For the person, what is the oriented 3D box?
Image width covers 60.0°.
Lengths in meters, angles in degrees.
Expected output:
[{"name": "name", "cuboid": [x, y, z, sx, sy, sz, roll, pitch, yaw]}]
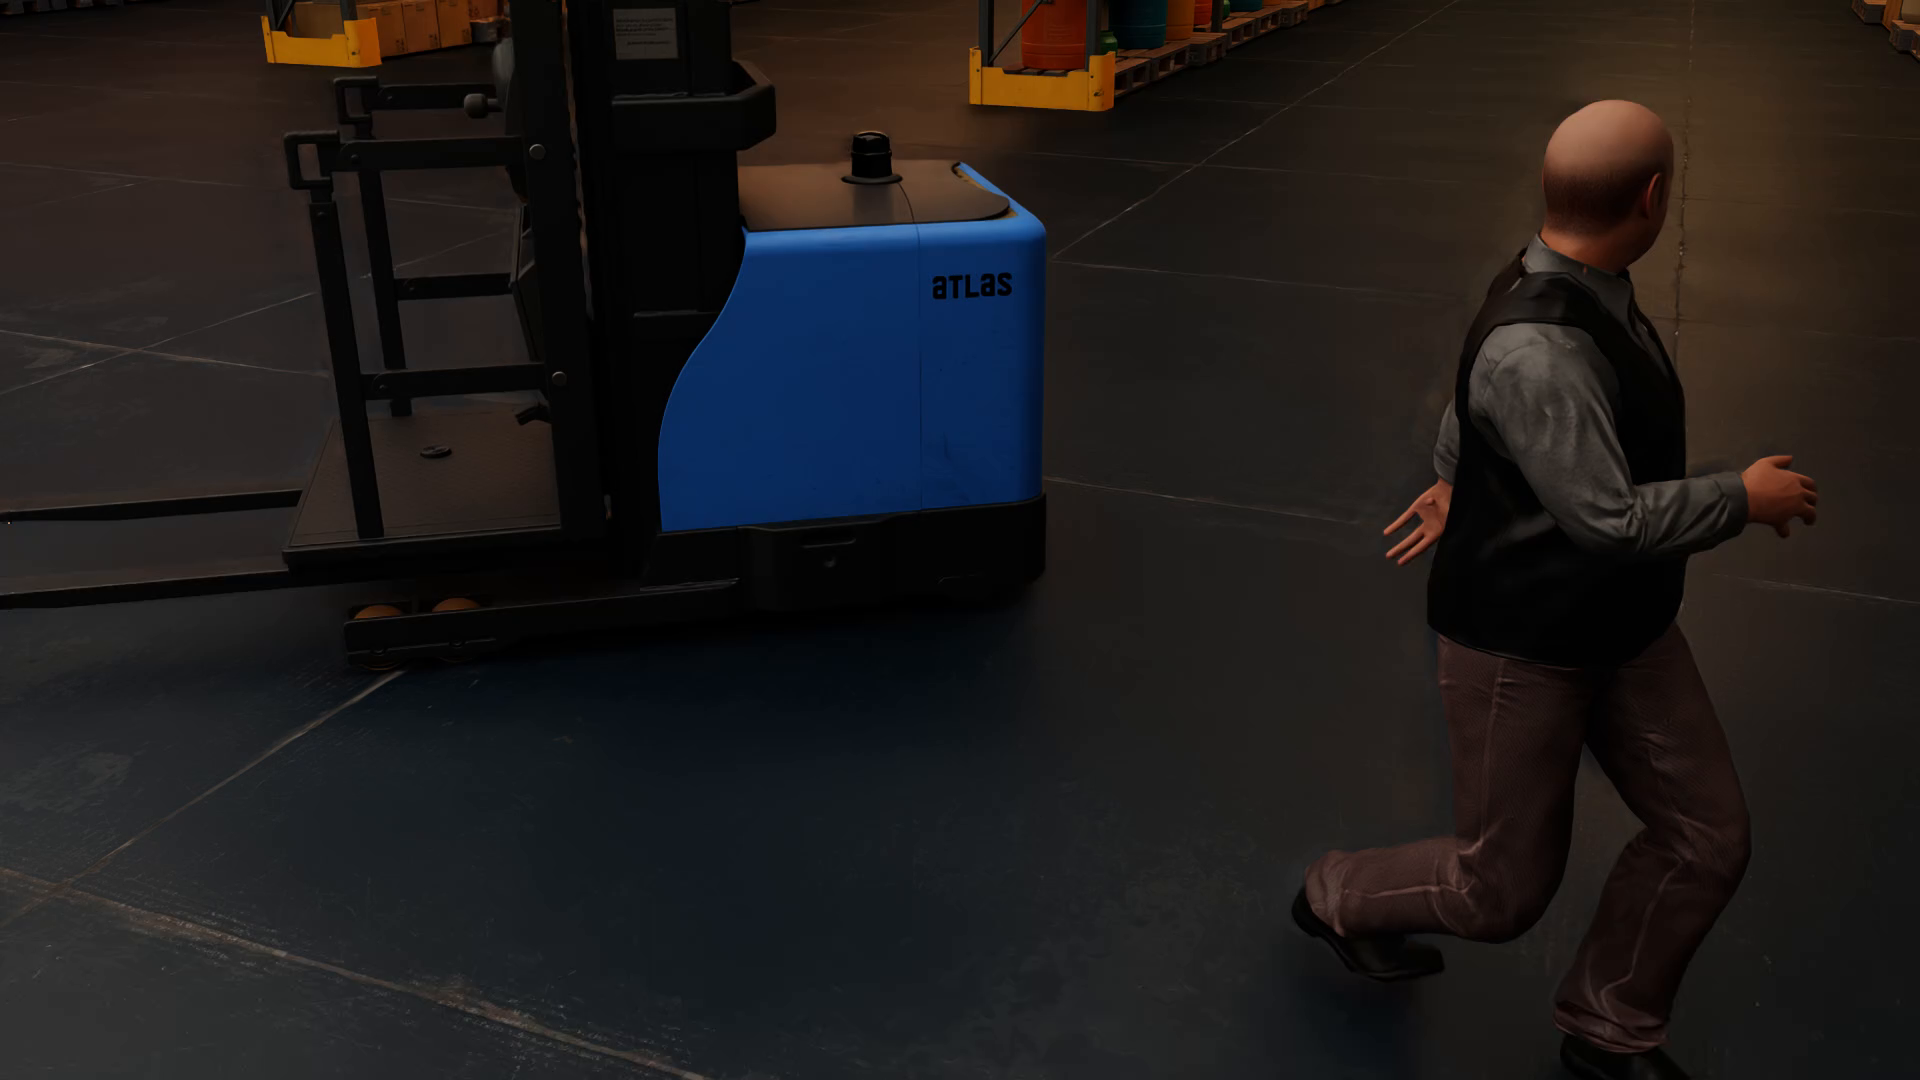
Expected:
[{"name": "person", "cuboid": [0.973, 0.123, 2.720, 0.868, 1.640, 0.573, 21, 30, 40]}]

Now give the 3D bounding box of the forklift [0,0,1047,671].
[{"name": "forklift", "cuboid": [-1.333, -1.238, 4.255, 3.031, 2.935, 1.130, -5, 23, -12]}]
